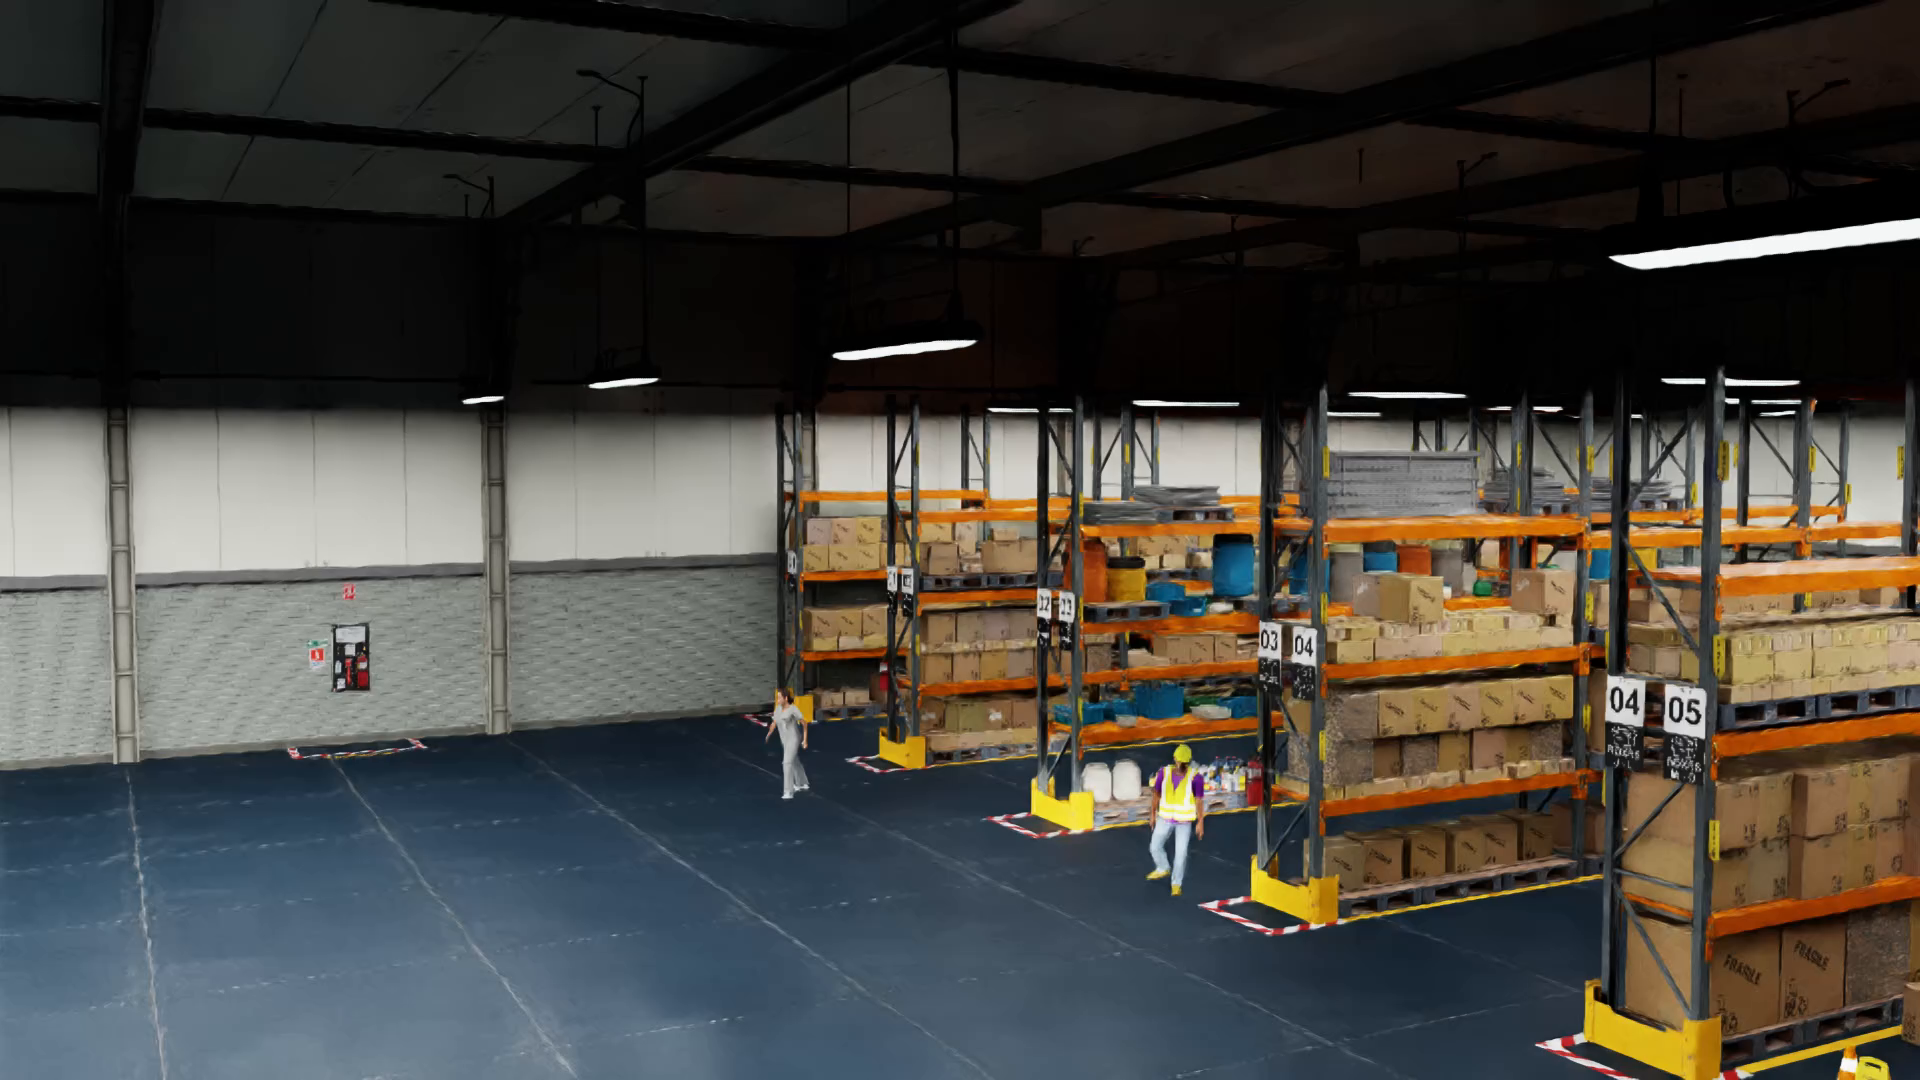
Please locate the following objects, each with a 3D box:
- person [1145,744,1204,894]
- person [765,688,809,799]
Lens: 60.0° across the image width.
[{"bbox_3d":[2.474,3.208,19.248,0.744,1.744,0.539,1,4,24],"label":"person"},{"bbox_3d":[-2.470,2.964,24.523,0.817,1.601,0.609,-3,5,-45],"label":"person"}]
